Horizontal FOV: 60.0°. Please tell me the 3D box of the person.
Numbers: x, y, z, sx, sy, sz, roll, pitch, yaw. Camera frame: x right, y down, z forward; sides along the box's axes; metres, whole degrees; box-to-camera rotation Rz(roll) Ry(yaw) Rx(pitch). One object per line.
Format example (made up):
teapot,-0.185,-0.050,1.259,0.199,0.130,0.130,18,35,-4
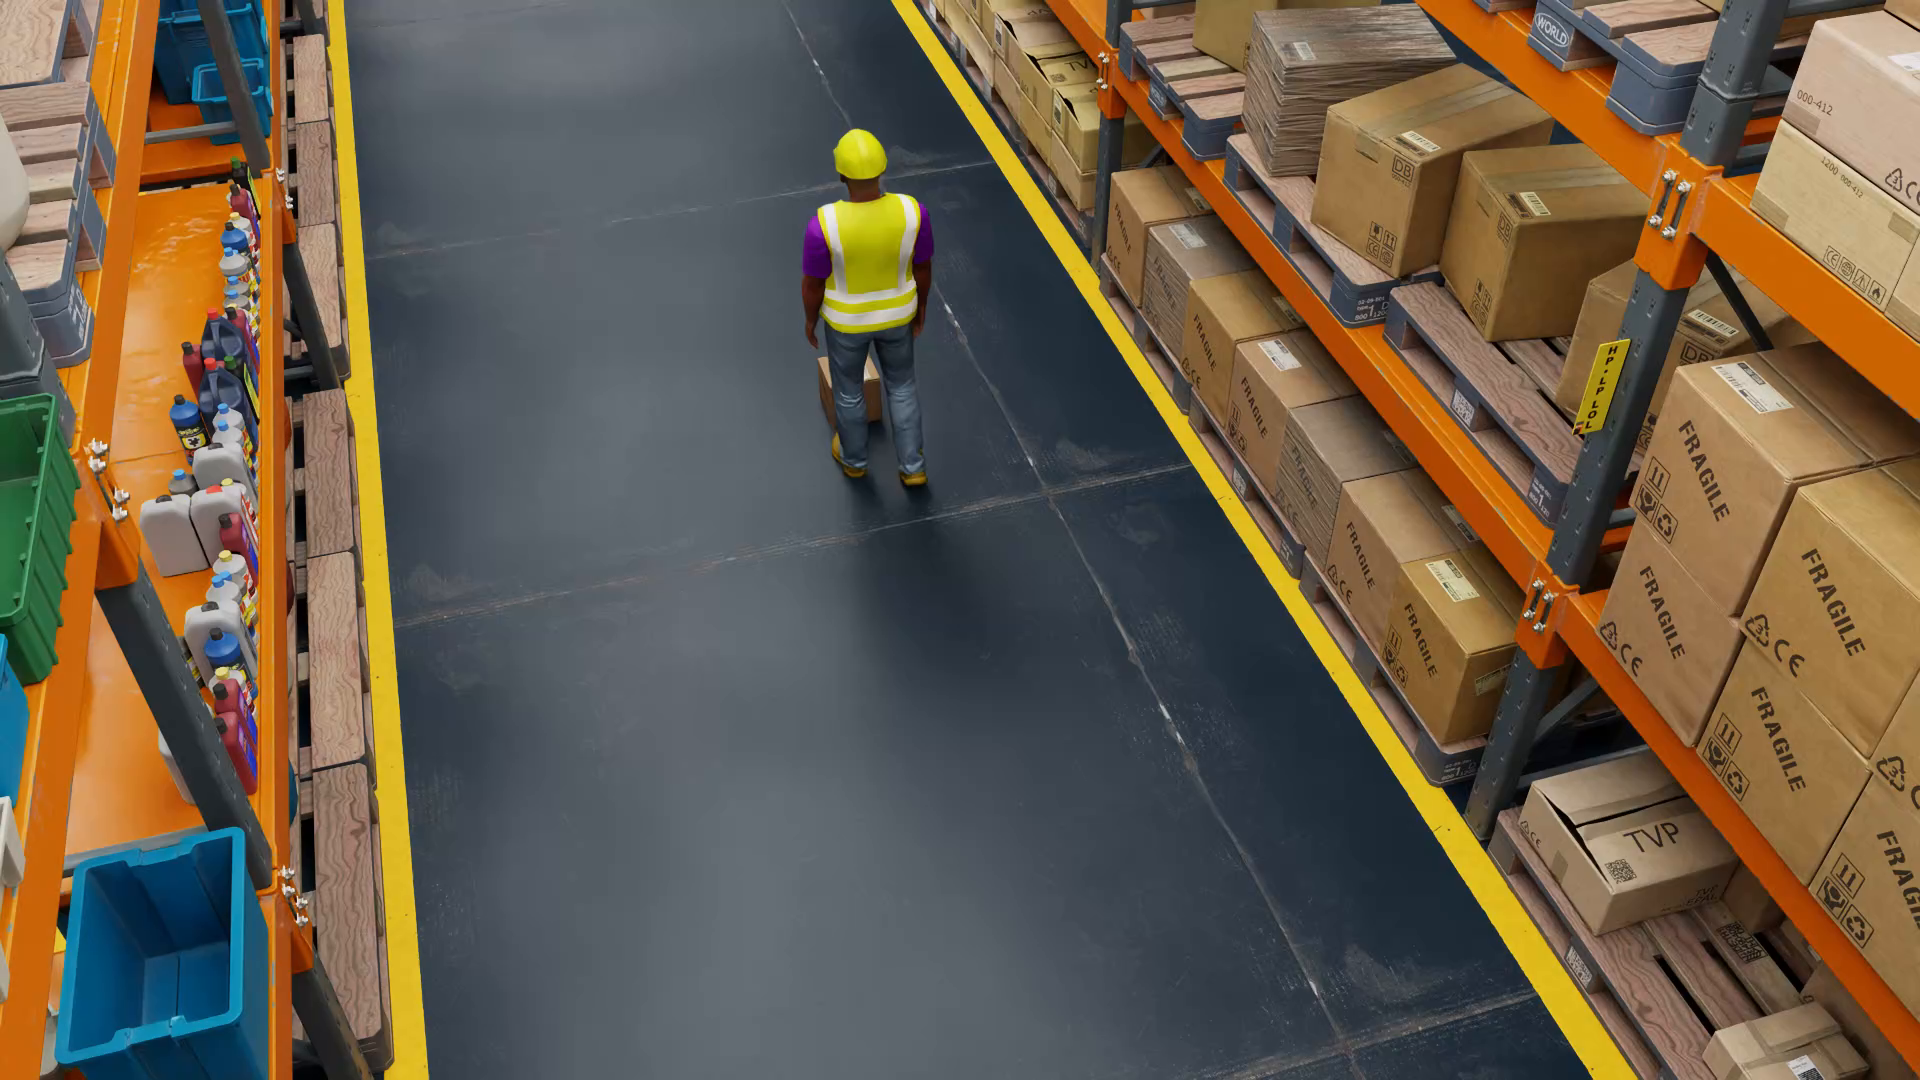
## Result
person,-0.406,-0.952,7.290,0.570,1.810,0.490,-11,43,-12
